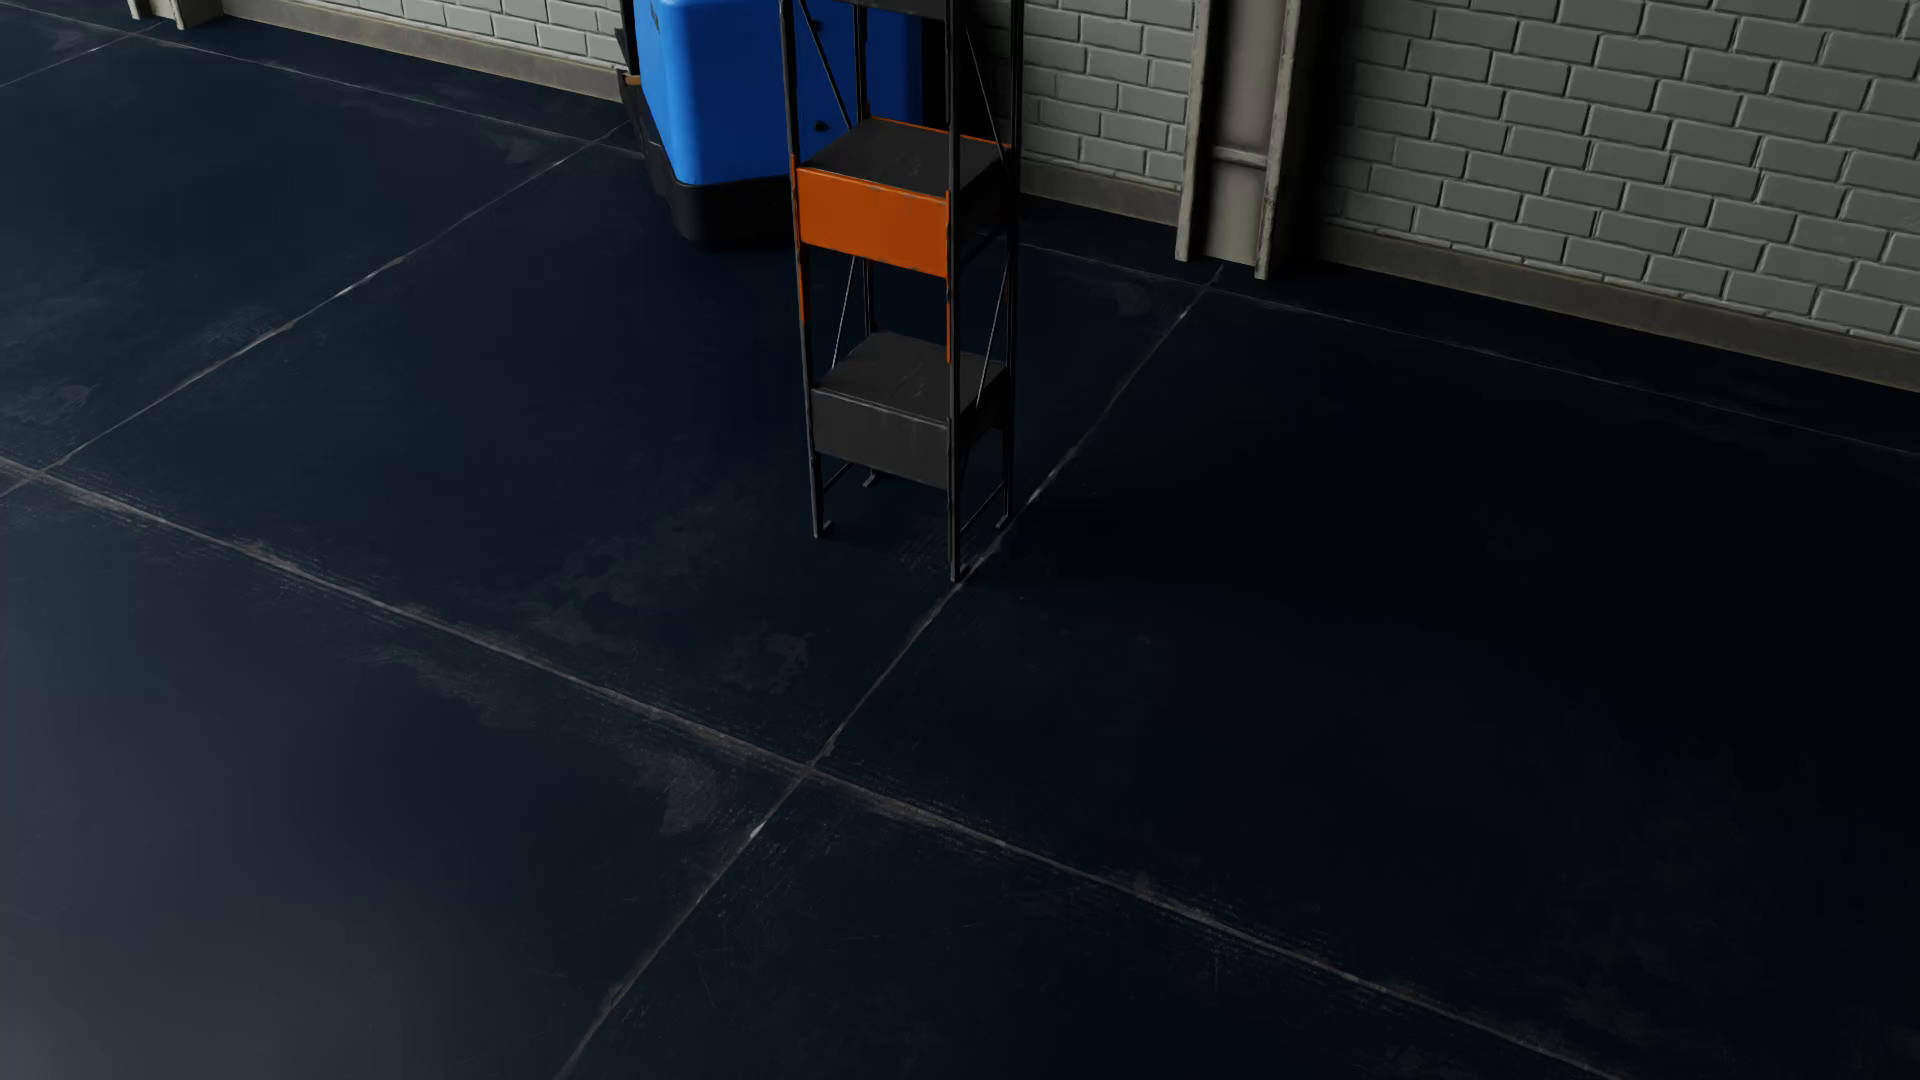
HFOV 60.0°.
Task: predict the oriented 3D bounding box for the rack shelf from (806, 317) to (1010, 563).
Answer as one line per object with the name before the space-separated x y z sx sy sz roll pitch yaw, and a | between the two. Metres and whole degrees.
rack shelf | -0.147 -0.314 5.107 0.480 0.518 0.431 17 41 21

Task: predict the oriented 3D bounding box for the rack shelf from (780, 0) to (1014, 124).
rack shelf | -0.147 -1.429 4.261 0.480 0.518 0.431 17 41 21

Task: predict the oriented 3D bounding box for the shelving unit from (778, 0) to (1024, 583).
shelving unit | -0.147 -0.882 4.676 0.503 2.100 0.431 17 41 21

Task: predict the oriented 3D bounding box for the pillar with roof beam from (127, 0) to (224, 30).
pillar with roof beam | -6.191 -4.110 3.222 0.400 9.000 9.100 17 41 21

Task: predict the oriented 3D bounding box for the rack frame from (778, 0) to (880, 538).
rack frame | -0.364 -0.950 4.765 0.015 2.100 0.400 17 41 21

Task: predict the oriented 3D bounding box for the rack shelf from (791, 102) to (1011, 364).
rack shelf | -0.147 -0.872 4.684 0.480 0.518 0.431 17 41 21

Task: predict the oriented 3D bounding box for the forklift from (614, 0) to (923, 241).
forklift | -1.049 -3.269 7.132 1.130 2.935 3.031 -10 38 -13

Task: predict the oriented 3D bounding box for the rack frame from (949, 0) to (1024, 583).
rack frame | 0.070 -0.815 4.586 0.015 2.100 0.400 17 41 21

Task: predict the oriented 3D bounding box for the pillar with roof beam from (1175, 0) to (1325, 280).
pillar with roof beam | -0.863 -2.442 1.024 0.400 9.000 9.100 17 41 21
